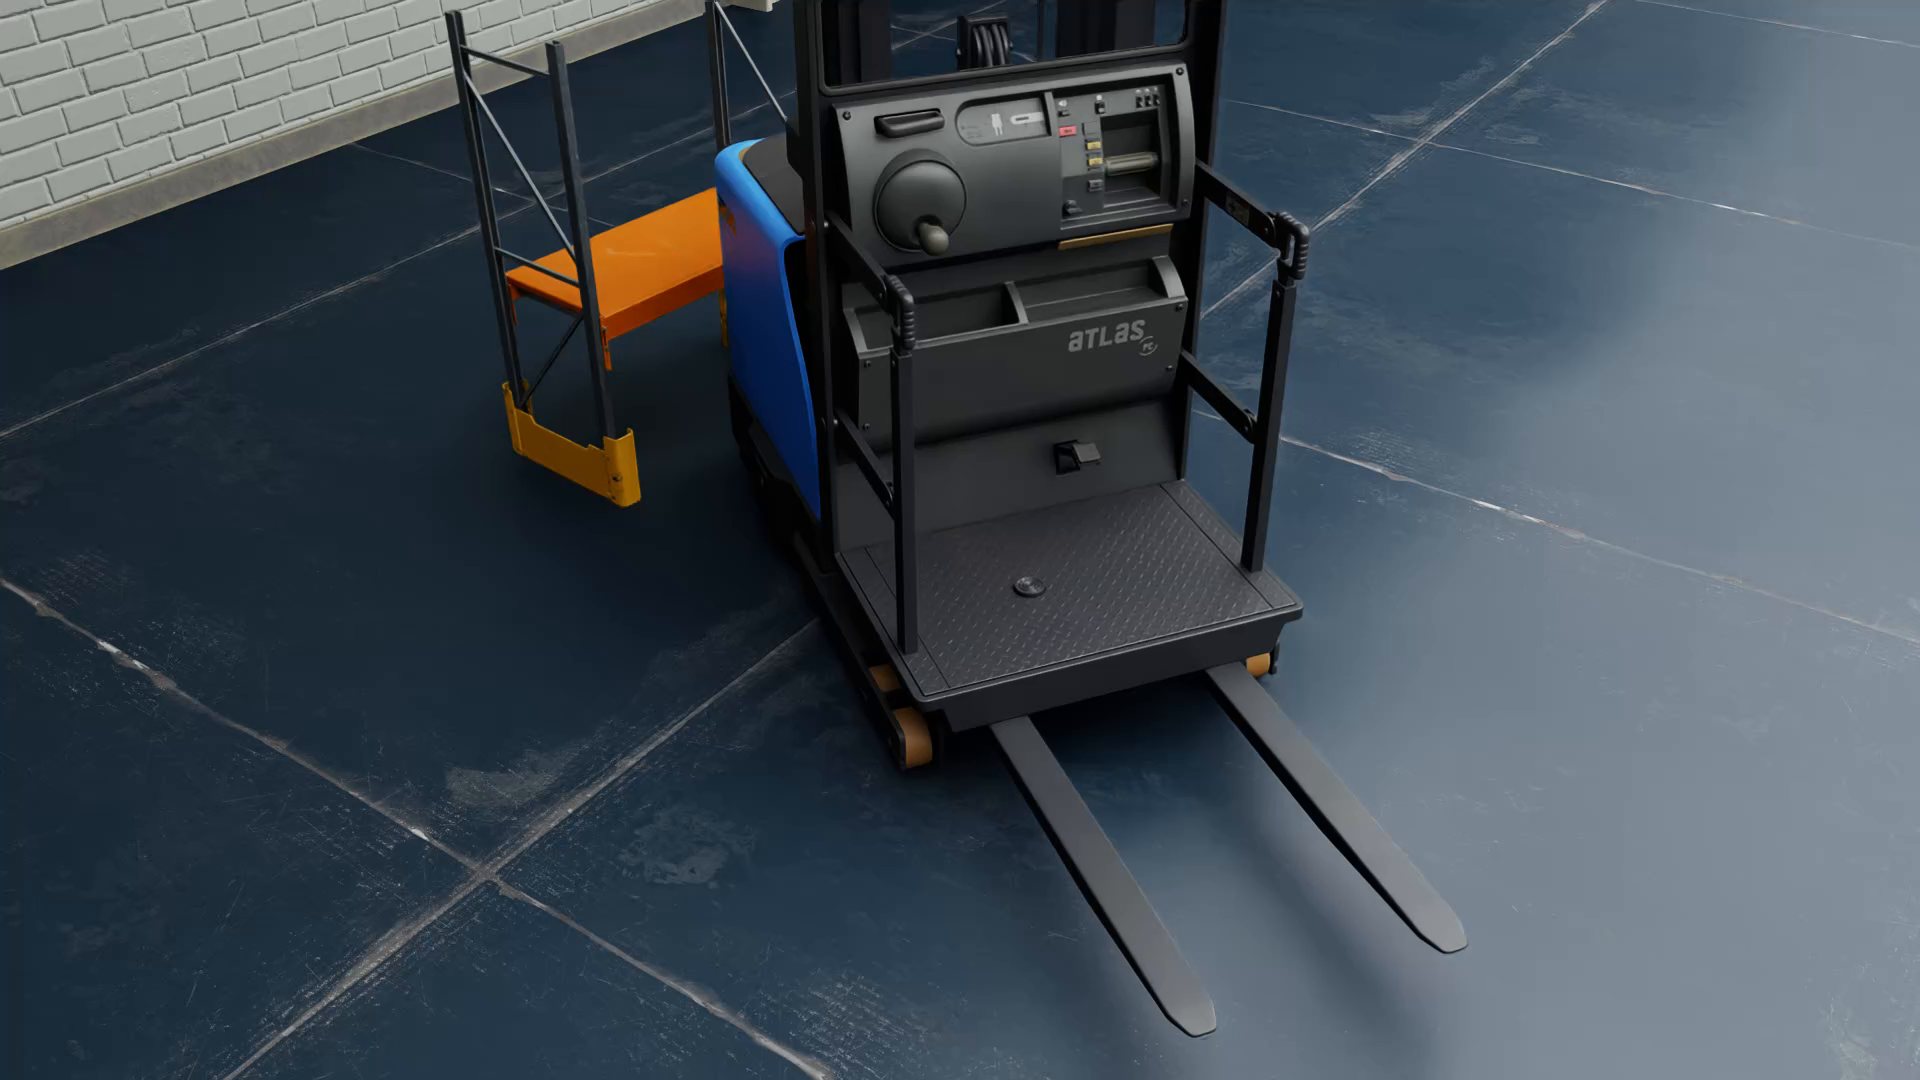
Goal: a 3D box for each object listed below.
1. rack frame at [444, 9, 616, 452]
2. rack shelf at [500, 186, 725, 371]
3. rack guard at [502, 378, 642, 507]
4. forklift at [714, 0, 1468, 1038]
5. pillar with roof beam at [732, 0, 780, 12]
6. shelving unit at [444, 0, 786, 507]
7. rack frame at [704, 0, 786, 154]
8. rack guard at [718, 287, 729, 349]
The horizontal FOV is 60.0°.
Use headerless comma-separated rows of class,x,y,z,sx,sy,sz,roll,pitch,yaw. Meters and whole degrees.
rack frame,-1.302,-0.838,5.150,0.500,1.500,0.032,25,41,32
rack shelf,-0.981,-0.910,5.578,0.538,0.185,1.000,25,41,32
rack guard,-1.290,-0.329,5.513,0.587,0.250,0.087,25,41,32
forklift,0.231,-0.882,3.937,1.130,2.935,3.031,-12,36,-17
pillar with roof beam,2.373,-5.635,5.550,9.100,9.000,0.400,21,39,28
shelving unit,-0.975,-1.063,5.483,0.587,1.500,1.083,25,41,32
rack frame,-0.660,-1.280,5.803,0.500,1.500,0.032,25,41,32
rack guard,-0.661,-0.761,6.153,0.587,0.250,0.087,25,41,32
